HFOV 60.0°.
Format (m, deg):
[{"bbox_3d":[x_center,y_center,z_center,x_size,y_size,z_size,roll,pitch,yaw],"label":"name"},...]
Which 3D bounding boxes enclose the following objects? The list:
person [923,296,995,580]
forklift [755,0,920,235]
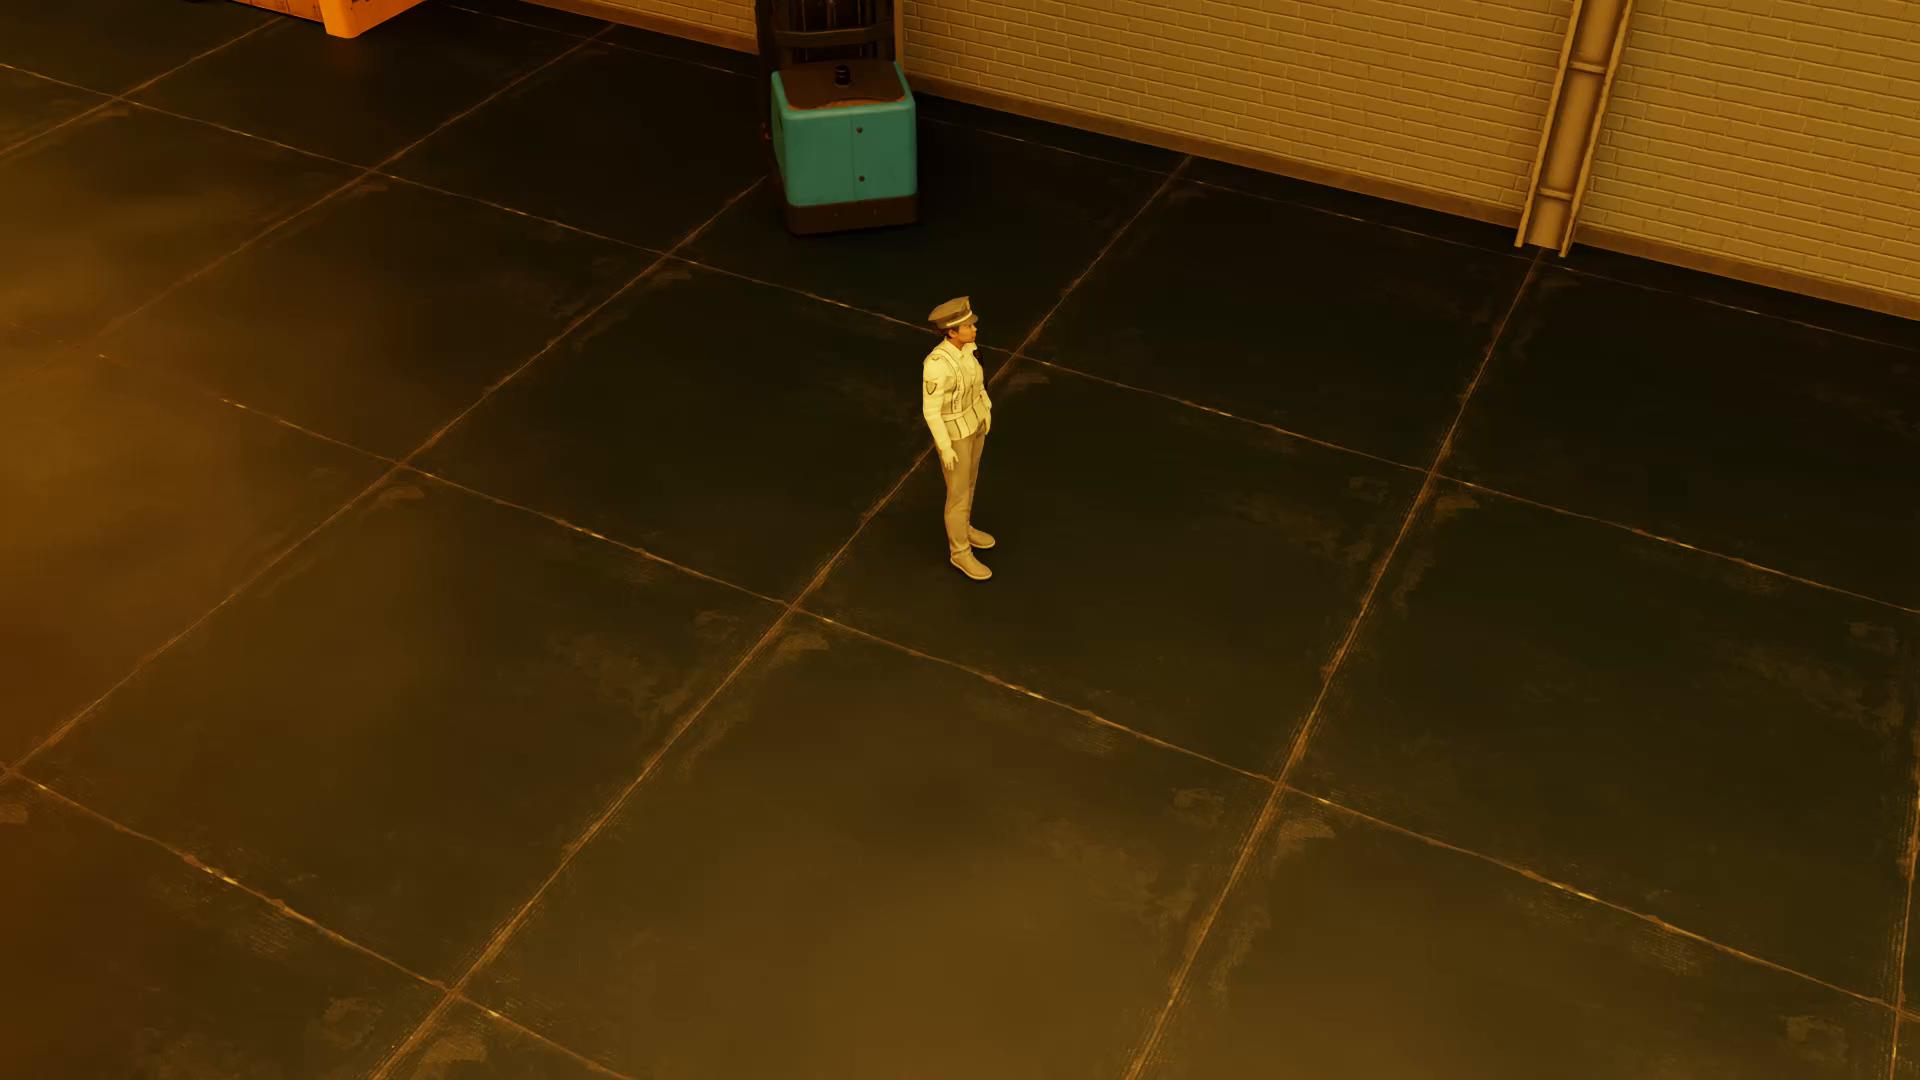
[{"bbox_3d":[0.058,-0.629,9.682,0.530,1.694,0.587,18,43,21],"label":"person"},{"bbox_3d":[-1.116,-4.461,13.283,1.130,2.935,3.031,-8,41,-9],"label":"forklift"}]
